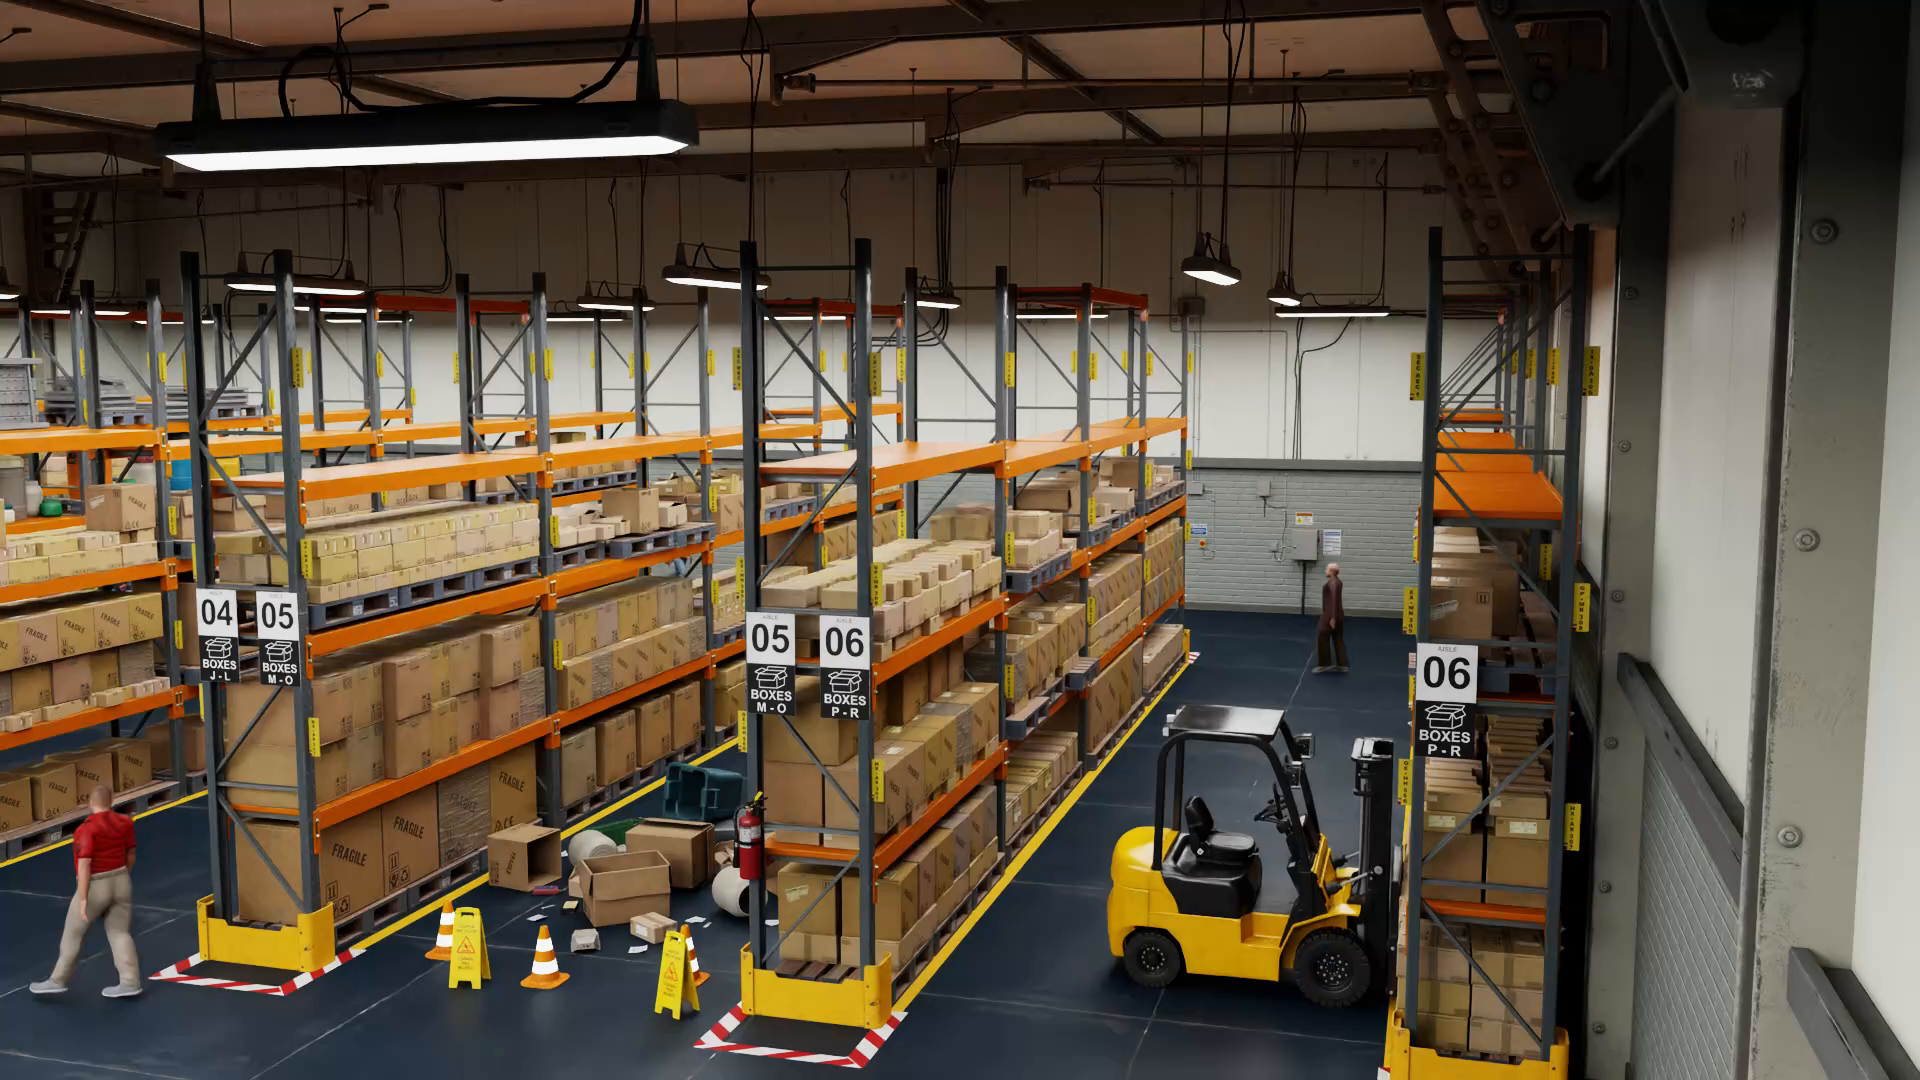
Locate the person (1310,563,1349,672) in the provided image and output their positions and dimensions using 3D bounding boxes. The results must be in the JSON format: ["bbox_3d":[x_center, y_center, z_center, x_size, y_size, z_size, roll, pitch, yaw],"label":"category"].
[{"bbox_3d":[6.044,1.282,27.009,0.642,1.825,0.643,4,8,32],"label":"person"}]

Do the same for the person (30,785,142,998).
[{"bbox_3d":[-7.007,2.821,13.403,0.794,1.715,0.658,3,7,28],"label":"person"}]

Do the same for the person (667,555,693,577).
[{"bbox_3d":[-5.983,0.348,35.495,1.098,1.715,0.552,5,8,36],"label":"person"}]
